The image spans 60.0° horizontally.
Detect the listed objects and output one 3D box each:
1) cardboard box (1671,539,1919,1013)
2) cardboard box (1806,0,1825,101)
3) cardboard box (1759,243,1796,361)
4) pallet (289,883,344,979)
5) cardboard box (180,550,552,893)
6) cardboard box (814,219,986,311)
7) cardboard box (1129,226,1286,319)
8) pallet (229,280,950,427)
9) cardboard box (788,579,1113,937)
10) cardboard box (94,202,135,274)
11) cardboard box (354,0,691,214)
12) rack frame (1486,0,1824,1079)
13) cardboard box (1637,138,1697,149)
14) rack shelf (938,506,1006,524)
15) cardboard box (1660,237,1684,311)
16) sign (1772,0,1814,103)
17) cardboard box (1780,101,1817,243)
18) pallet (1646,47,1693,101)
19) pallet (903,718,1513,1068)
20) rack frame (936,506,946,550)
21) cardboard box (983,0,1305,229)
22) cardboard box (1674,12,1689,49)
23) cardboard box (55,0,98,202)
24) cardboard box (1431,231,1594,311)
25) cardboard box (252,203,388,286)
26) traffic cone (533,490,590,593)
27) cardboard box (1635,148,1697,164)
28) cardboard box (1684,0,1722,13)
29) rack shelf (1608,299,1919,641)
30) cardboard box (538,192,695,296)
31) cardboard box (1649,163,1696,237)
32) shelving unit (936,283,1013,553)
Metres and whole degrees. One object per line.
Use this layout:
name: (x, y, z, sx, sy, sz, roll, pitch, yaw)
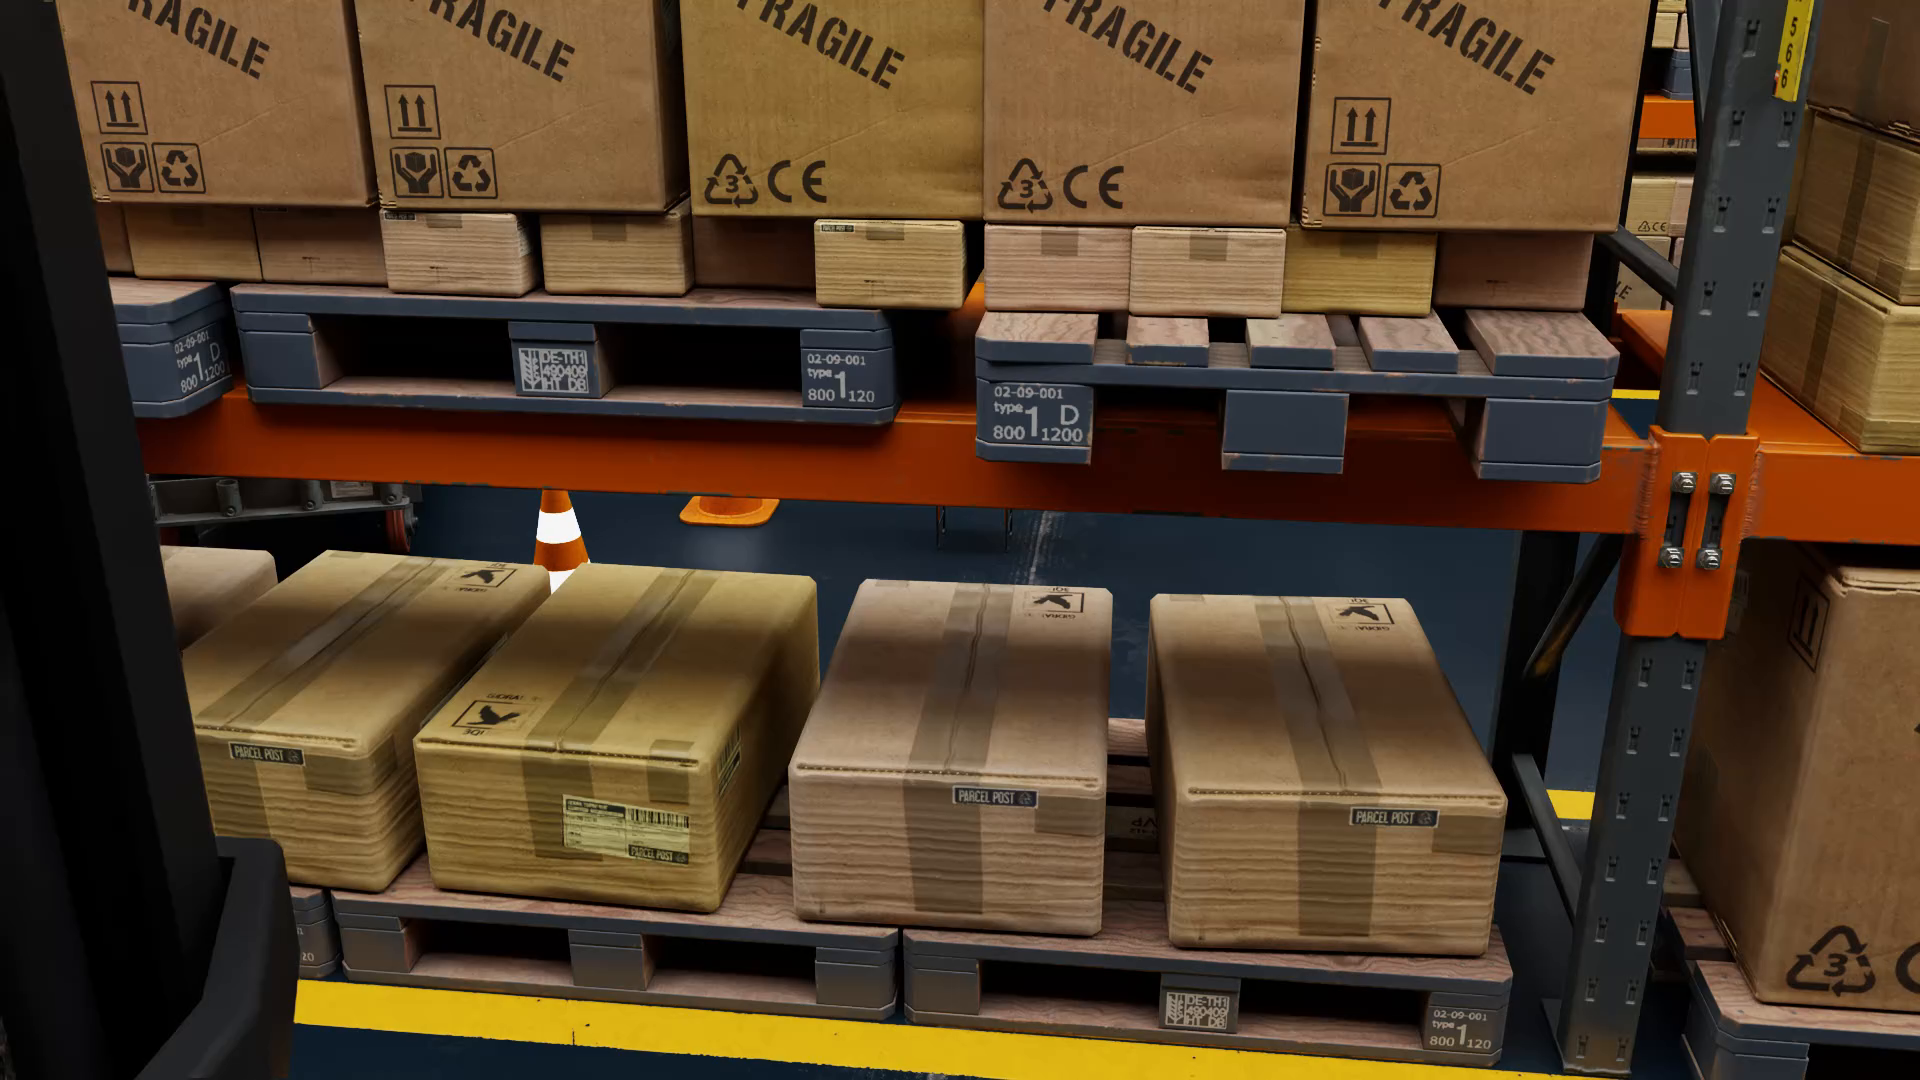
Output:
cardboard box: (1.987, 0.331, 3.341, 0.875, 0.875, 0.875, 2, 22, 6)
cardboard box: (1.855, -1.107, 3.163, 0.500, 0.500, 0.500, 2, 22, 5)
cardboard box: (1.844, -0.525, 3.392, 0.500, 0.250, 0.500, 2, 22, 4)
pallet: (-1.888, 0.635, 4.047, 1.213, 0.211, 1.003, 2, 22, 6)
cardboard box: (-1.426, 0.383, 3.893, 0.625, 0.372, 0.950, 4, 22, 10)
cardboard box: (-0.096, -0.529, 2.969, 0.250, 0.149, 0.380, 3, 22, 7)
cardboard box: (0.428, -0.508, 2.916, 0.250, 0.149, 0.380, 2, 22, 6)
pallet: (-0.660, -0.503, 3.394, 1.213, 0.211, 1.003, 2, 22, 6)
cardboard box: (0.017, 0.448, 3.730, 0.625, 0.372, 0.950, 2, 22, 5)
cardboard box: (-1.612, -0.636, 3.239, 0.250, 0.149, 0.380, 4, 22, 10)
cardboard box: (-0.731, -0.884, 2.984, 0.500, 0.500, 0.500, 2, 22, 4)
rack frame: (1.311, -0.522, 3.180, 0.127, 3.000, 1.000, 2, 22, 6)
cardboard box: (4.924, -3.233, 12.356, 0.875, 0.875, 1.225, 2, 22, 4)
rack shelf: (0.053, -0.218, 5.847, 0.240, 0.259, 0.215, 2, 22, 6)
cardboard box: (3.476, -1.202, 7.728, 0.500, 0.500, 0.500, 2, 22, 5)
sign: (1.257, -0.825, 2.480, 0.005, 0.325, 0.100, 2, 22, 6)
cardboard box: (1.822, -0.756, 3.297, 0.500, 0.250, 0.500, 2, 22, 6)
pallet: (3.764, -2.174, 7.619, 1.213, 0.211, 1.003, 2, 22, 6)
pallet: (0.535, 0.740, 3.780, 1.213, 0.211, 1.003, 2, 22, 6)
rack frame: (-0.068, -0.491, 5.754, 0.008, 1.050, 0.200, 2, 22, 6)
cardboard box: (0.312, -0.839, 2.869, 0.500, 0.500, 0.500, 2, 22, 5)
cardboard box: (3.281, -2.274, 7.383, 0.250, 0.149, 0.380, 3, 22, 8)
cardboard box: (-1.732, -0.929, 3.097, 0.500, 0.500, 0.500, 3, 22, 6)
cardboard box: (0.958, -0.529, 2.968, 0.250, 0.149, 0.380, 3, 22, 8)
cardboard box: (-1.116, -0.598, 3.143, 0.250, 0.149, 0.380, 3, 22, 7)
traffic cone: (-1.265, 0.027, 5.241, 0.334, 0.463, 0.336, 2, 22, 6)
cardboard box: (3.509, -1.736, 8.059, 0.500, 0.250, 0.500, 3, 22, 8)
cardboard box: (3.282, -2.413, 7.329, 0.250, 0.149, 0.380, 3, 22, 6)
rack shelf: (3.297, -0.101, 3.094, 4.000, 0.370, 1.077, 2, 22, 6)
cardboard box: (-0.590, -0.567, 3.064, 0.250, 0.149, 0.380, 2, 22, 5)
cardboard box: (3.443, -1.549, 7.587, 0.500, 0.250, 0.500, 3, 22, 7)
shelving unit: (0.053, -0.486, 5.741, 0.252, 1.050, 0.215, 2, 22, 6)
